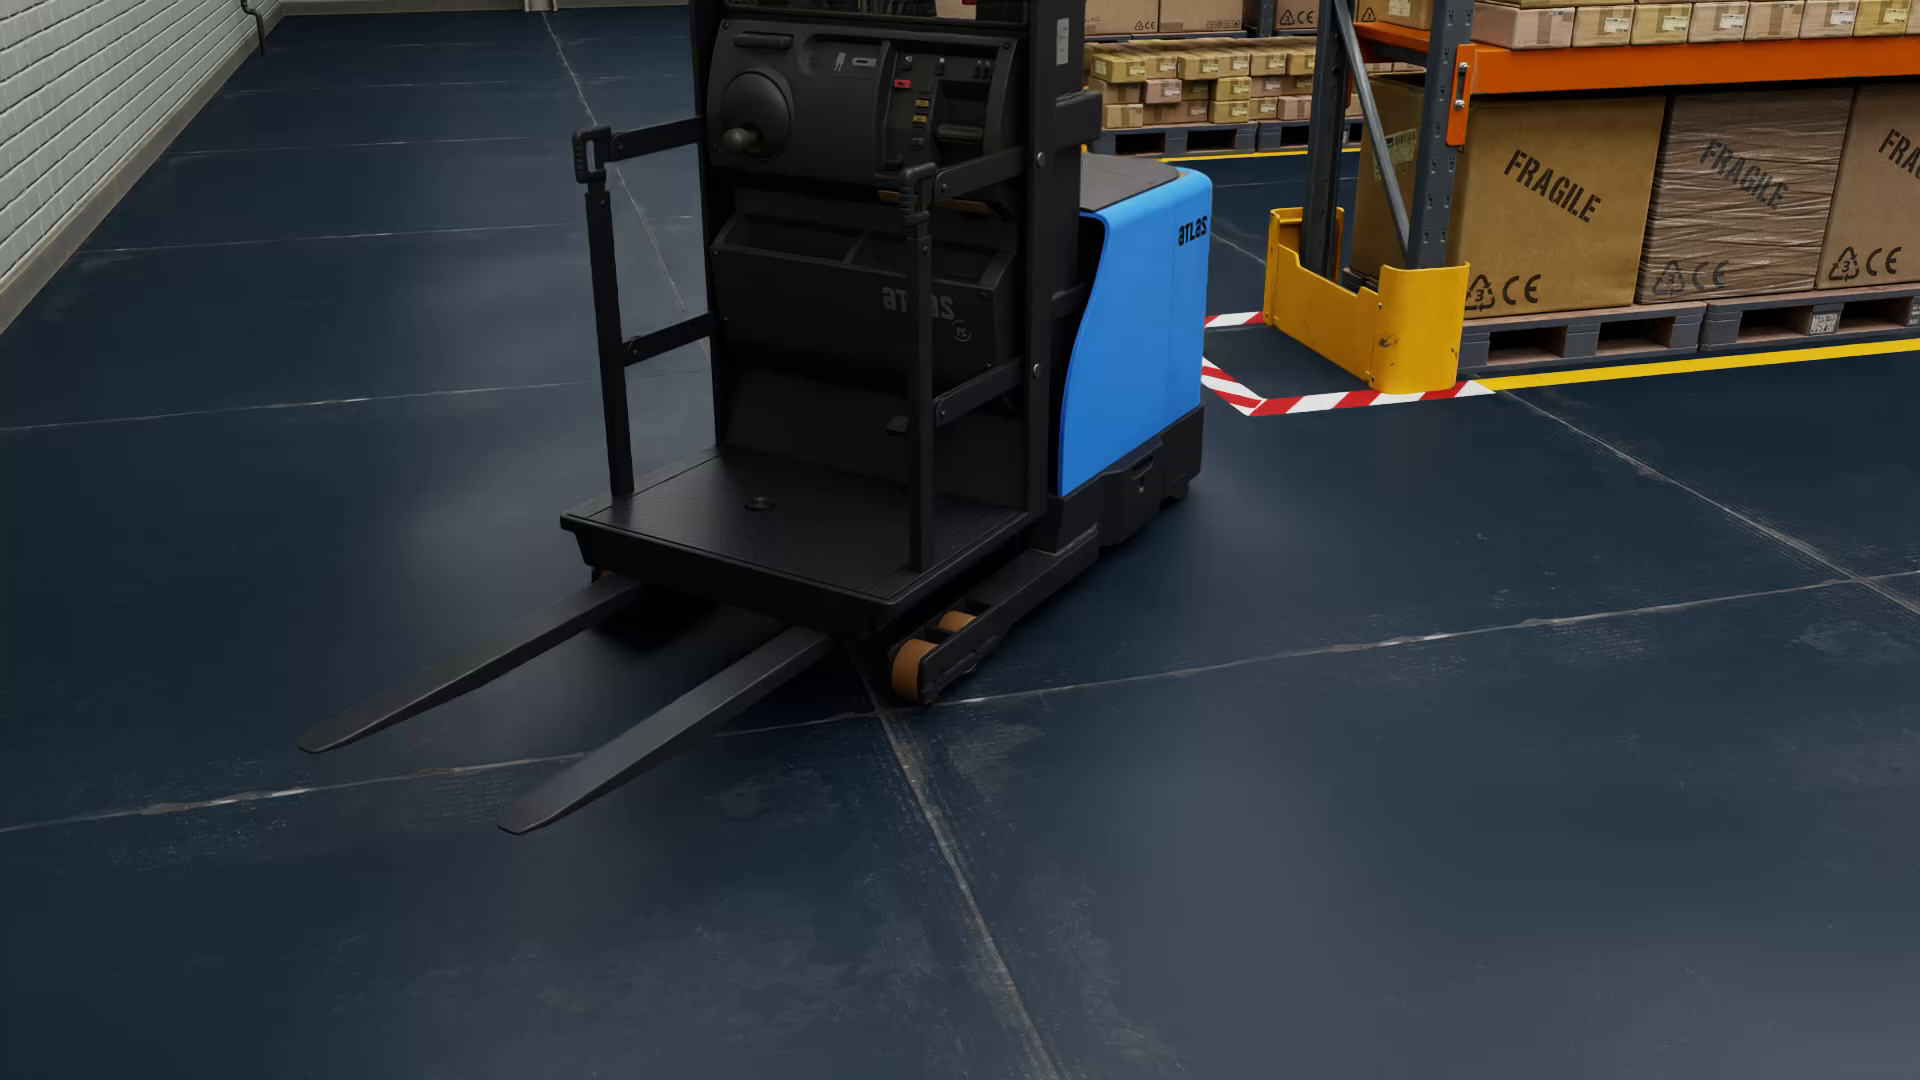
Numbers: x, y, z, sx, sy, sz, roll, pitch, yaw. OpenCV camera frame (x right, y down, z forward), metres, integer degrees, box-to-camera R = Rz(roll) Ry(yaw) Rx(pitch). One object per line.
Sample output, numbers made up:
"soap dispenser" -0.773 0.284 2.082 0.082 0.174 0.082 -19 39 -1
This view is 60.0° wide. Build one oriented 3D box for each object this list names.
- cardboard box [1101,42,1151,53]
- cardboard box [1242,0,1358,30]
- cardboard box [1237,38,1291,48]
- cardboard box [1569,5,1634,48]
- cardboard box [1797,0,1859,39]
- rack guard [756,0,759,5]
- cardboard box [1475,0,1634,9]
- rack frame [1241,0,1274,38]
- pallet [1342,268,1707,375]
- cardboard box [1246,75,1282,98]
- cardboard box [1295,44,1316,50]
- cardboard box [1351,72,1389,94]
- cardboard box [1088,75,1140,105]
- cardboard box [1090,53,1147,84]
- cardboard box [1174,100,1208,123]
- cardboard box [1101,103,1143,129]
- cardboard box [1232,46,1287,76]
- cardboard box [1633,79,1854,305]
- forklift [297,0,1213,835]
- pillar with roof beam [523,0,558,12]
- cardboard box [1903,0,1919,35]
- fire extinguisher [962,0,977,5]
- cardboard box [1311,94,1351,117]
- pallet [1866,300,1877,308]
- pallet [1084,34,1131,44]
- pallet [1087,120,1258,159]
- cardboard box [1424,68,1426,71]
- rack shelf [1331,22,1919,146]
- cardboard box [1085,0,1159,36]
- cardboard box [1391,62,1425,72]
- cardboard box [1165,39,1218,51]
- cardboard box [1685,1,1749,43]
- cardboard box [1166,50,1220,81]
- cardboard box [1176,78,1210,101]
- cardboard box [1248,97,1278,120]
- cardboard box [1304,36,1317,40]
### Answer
"cardboard box" 1.165 -3.399 11.695 0.250 0.149 0.380 -6 24 -13
"cardboard box" 3.459 -5.692 16.874 0.875 0.875 0.875 -6 24 -13
"cardboard box" 2.174 -3.514 11.963 0.250 0.149 0.380 -7 24 -16
"cardboard box" 2.387 -2.016 6.463 0.250 0.149 0.380 -7 24 -15
"cardboard box" 3.377 -2.126 6.719 0.250 0.149 0.380 -7 24 -15
"rack guard" -2.239 -6.697 20.223 0.348 0.500 1.175 -6 24 -14
"cardboard box" 2.244 -2.207 6.403 0.500 0.250 0.500 -7 24 -16
"rack frame" 2.883 -6.379 16.314 0.127 3.000 1.000 -6 24 -14
"pallet" 2.458 -1.024 7.370 1.213 0.211 1.003 -6 24 -14
"cardboard box" 2.037 -3.181 11.564 0.250 0.149 0.380 -7 24 -17
"cardboard box" 2.541 -3.379 11.649 0.250 0.149 0.380 -6 24 -14
"cardboard box" 2.818 -3.262 11.755 0.250 0.149 0.380 -7 24 -17
"cardboard box" 1.040 -3.063 11.289 0.250 0.149 0.380 -5 24 -12
"cardboard box" 1.063 -3.168 11.157 0.250 0.149 0.380 -7 24 -17
"cardboard box" 1.525 -2.990 11.497 0.250 0.149 0.380 -6 24 -14
"cardboard box" 1.057 -2.902 11.292 0.250 0.149 0.380 -6 24 -13
"cardboard box" 2.059 -3.305 11.477 0.250 0.149 0.380 -5 24 -12
"cardboard box" 3.180 -1.603 7.344 0.875 0.875 0.875 -6 24 -14
"forklift" -0.381 -1.134 4.176 1.130 2.935 3.031 13 27 29
"pillar with roof beam" -3.989 -9.015 14.848 0.400 9.000 9.100 -6 24 -14
"cardboard box" 3.873 -2.181 6.847 0.250 0.149 0.380 -6 24 -14
"fire extinguisher" 0.099 -4.026 11.400 0.183 0.674 0.296 -6 24 -14
"cardboard box" 2.543 -3.072 11.688 0.250 0.149 0.380 -6 24 -14
"pallet" 4.807 -1.284 7.975 1.213 0.211 1.003 -6 24 -14
"pallet" 0.953 -4.915 16.438 1.213 0.211 1.003 -6 24 -14
"pallet" 1.331 -2.885 11.705 1.213 0.211 1.003 -6 24 -14
"cardboard box" 3.322 -3.318 11.884 0.250 0.149 0.380 -6 24 -14
"rack shelf" 3.635 -2.073 7.190 4.000 0.370 1.077 -6 24 -14
"cardboard box" 1.388 -5.273 16.452 0.875 0.438 0.875 -7 24 -16
"cardboard box" 3.066 -3.397 11.691 0.250 0.149 0.380 -8 24 -17
"cardboard box" 1.647 -3.478 11.880 0.250 0.149 0.380 -7 24 -16
"cardboard box" 2.884 -2.072 6.592 0.250 0.149 0.380 -7 24 -15
"cardboard box" 1.573 -3.221 11.281 0.250 0.149 0.380 -6 24 -15
"cardboard box" 1.531 -3.130 11.446 0.250 0.149 0.380 -6 24 -14
"cardboard box" 2.020 -3.039 11.611 0.250 0.149 0.380 -6 24 -14
"cardboard box" 2.667 -3.564 12.080 0.250 0.149 0.380 -7 24 -17
